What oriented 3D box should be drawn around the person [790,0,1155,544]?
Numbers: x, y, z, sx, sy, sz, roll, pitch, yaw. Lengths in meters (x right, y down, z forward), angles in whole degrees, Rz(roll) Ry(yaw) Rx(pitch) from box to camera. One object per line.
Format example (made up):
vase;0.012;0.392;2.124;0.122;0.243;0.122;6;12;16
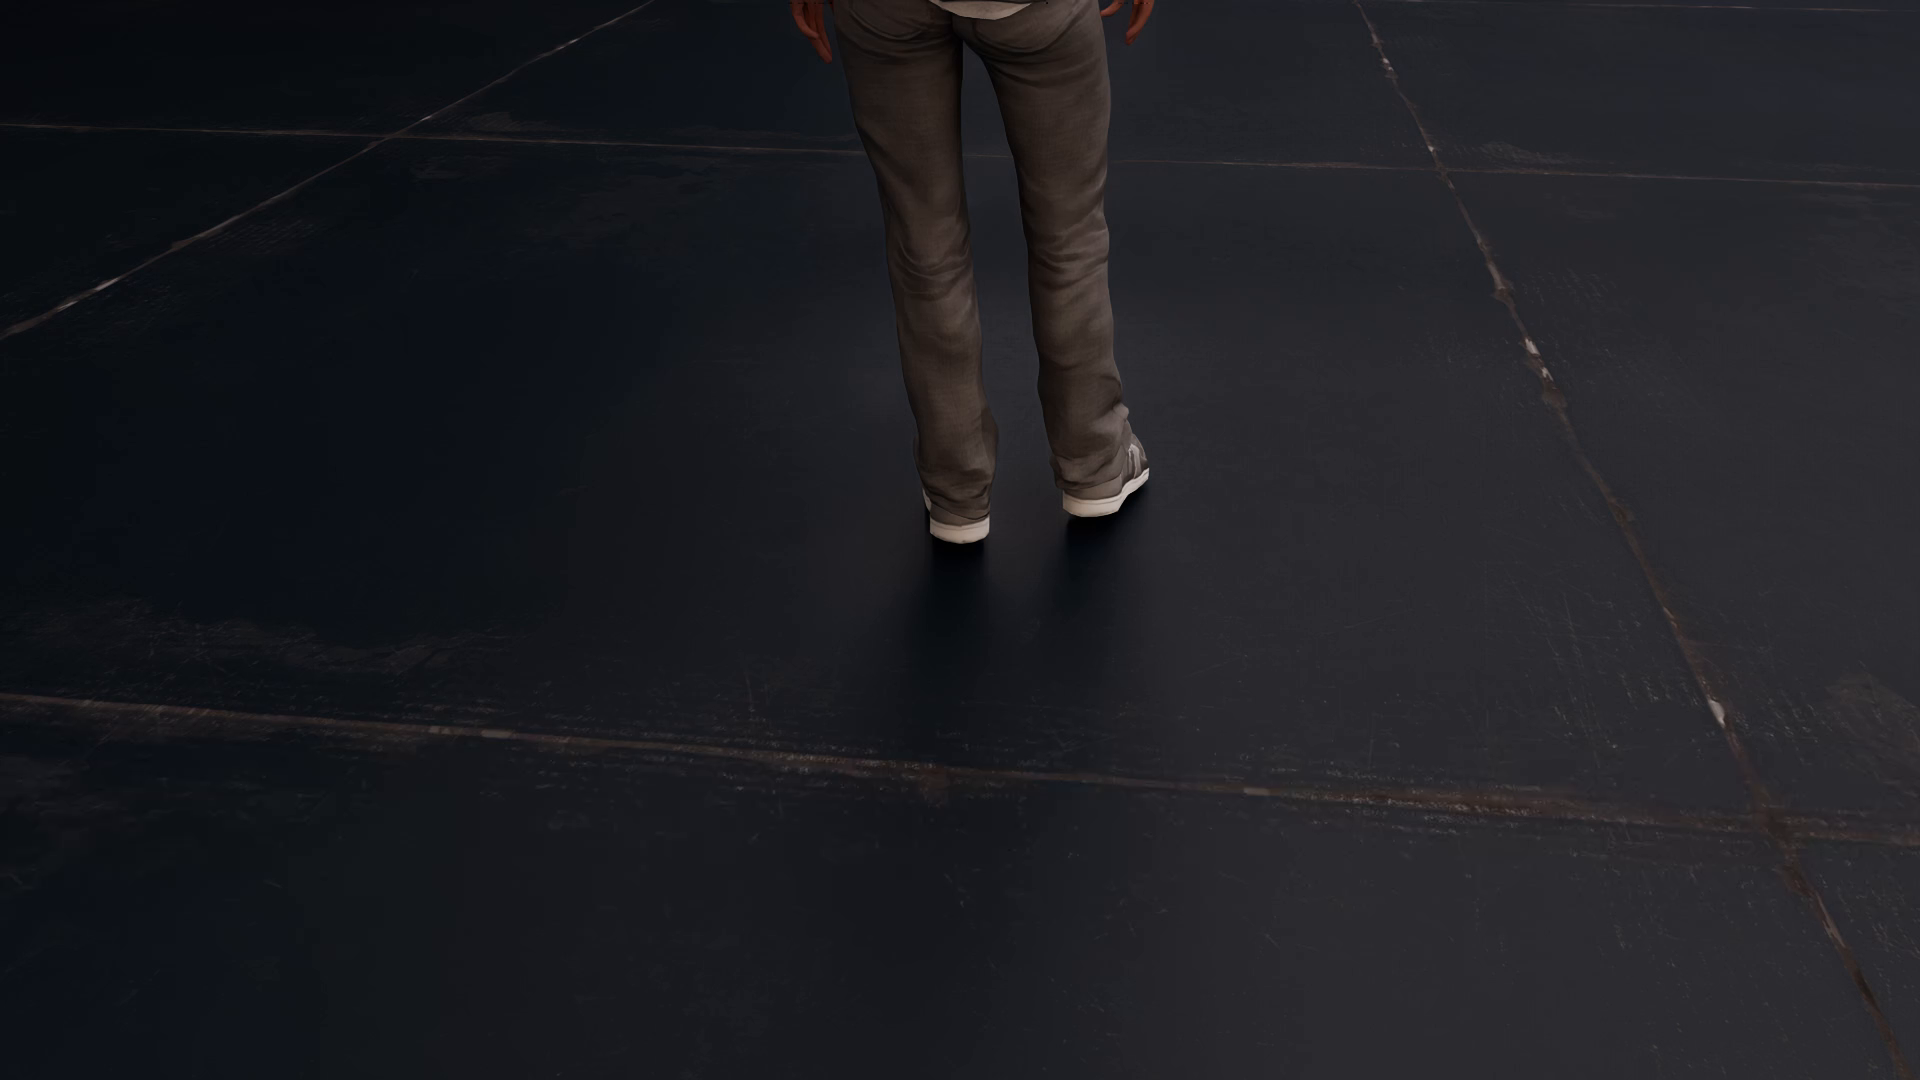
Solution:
person;0.024;-0.753;2.205;0.521;1.599;0.473;3;27;7
